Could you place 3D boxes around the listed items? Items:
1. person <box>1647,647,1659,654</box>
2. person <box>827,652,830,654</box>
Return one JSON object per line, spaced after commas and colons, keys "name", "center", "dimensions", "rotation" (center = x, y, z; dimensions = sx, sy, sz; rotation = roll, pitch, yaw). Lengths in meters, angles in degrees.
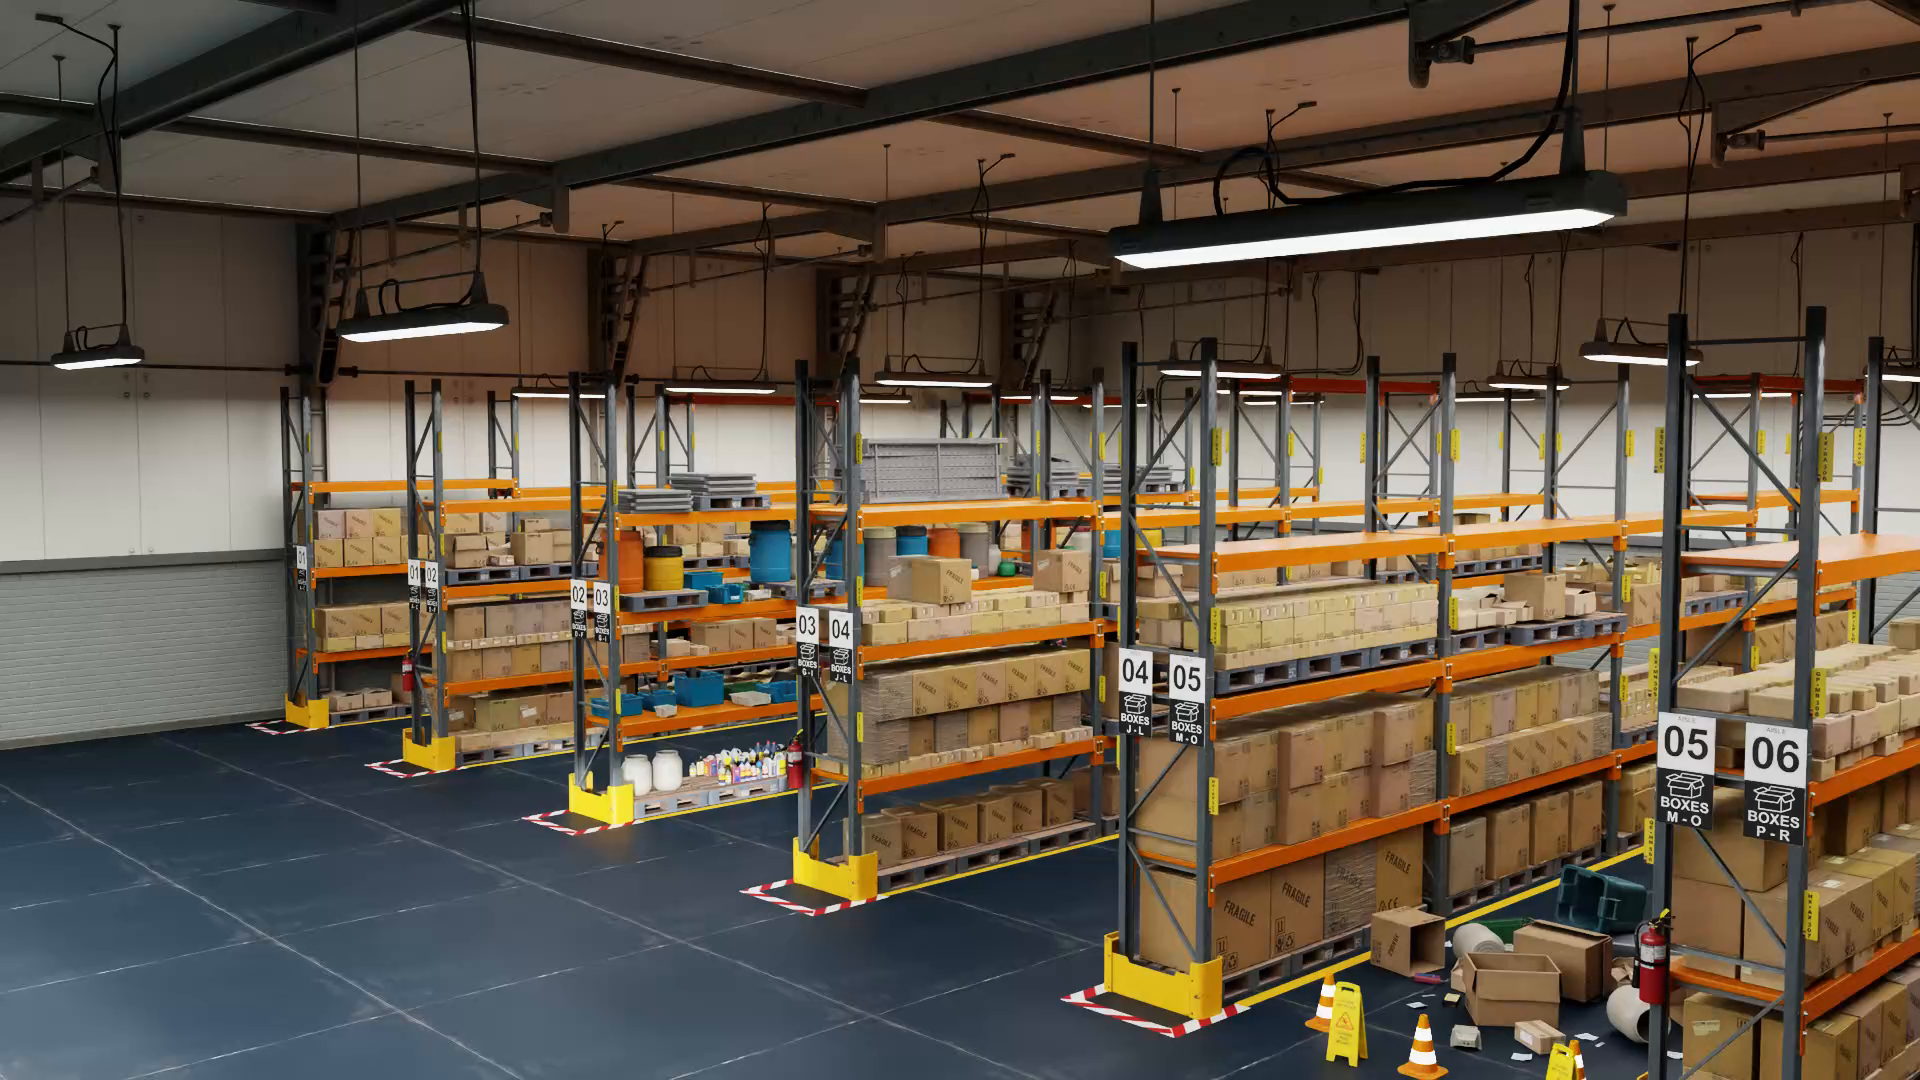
{"name": "person", "center": [10.968, 2.574, 26.300], "dimensions": [0.983, 1.759, 0.706], "rotation": [-3, 5, -36]}
{"name": "person", "center": [-2.625, 2.092, 35.292], "dimensions": [0.801, 1.666, 0.572], "rotation": [-4, 5, -45]}
